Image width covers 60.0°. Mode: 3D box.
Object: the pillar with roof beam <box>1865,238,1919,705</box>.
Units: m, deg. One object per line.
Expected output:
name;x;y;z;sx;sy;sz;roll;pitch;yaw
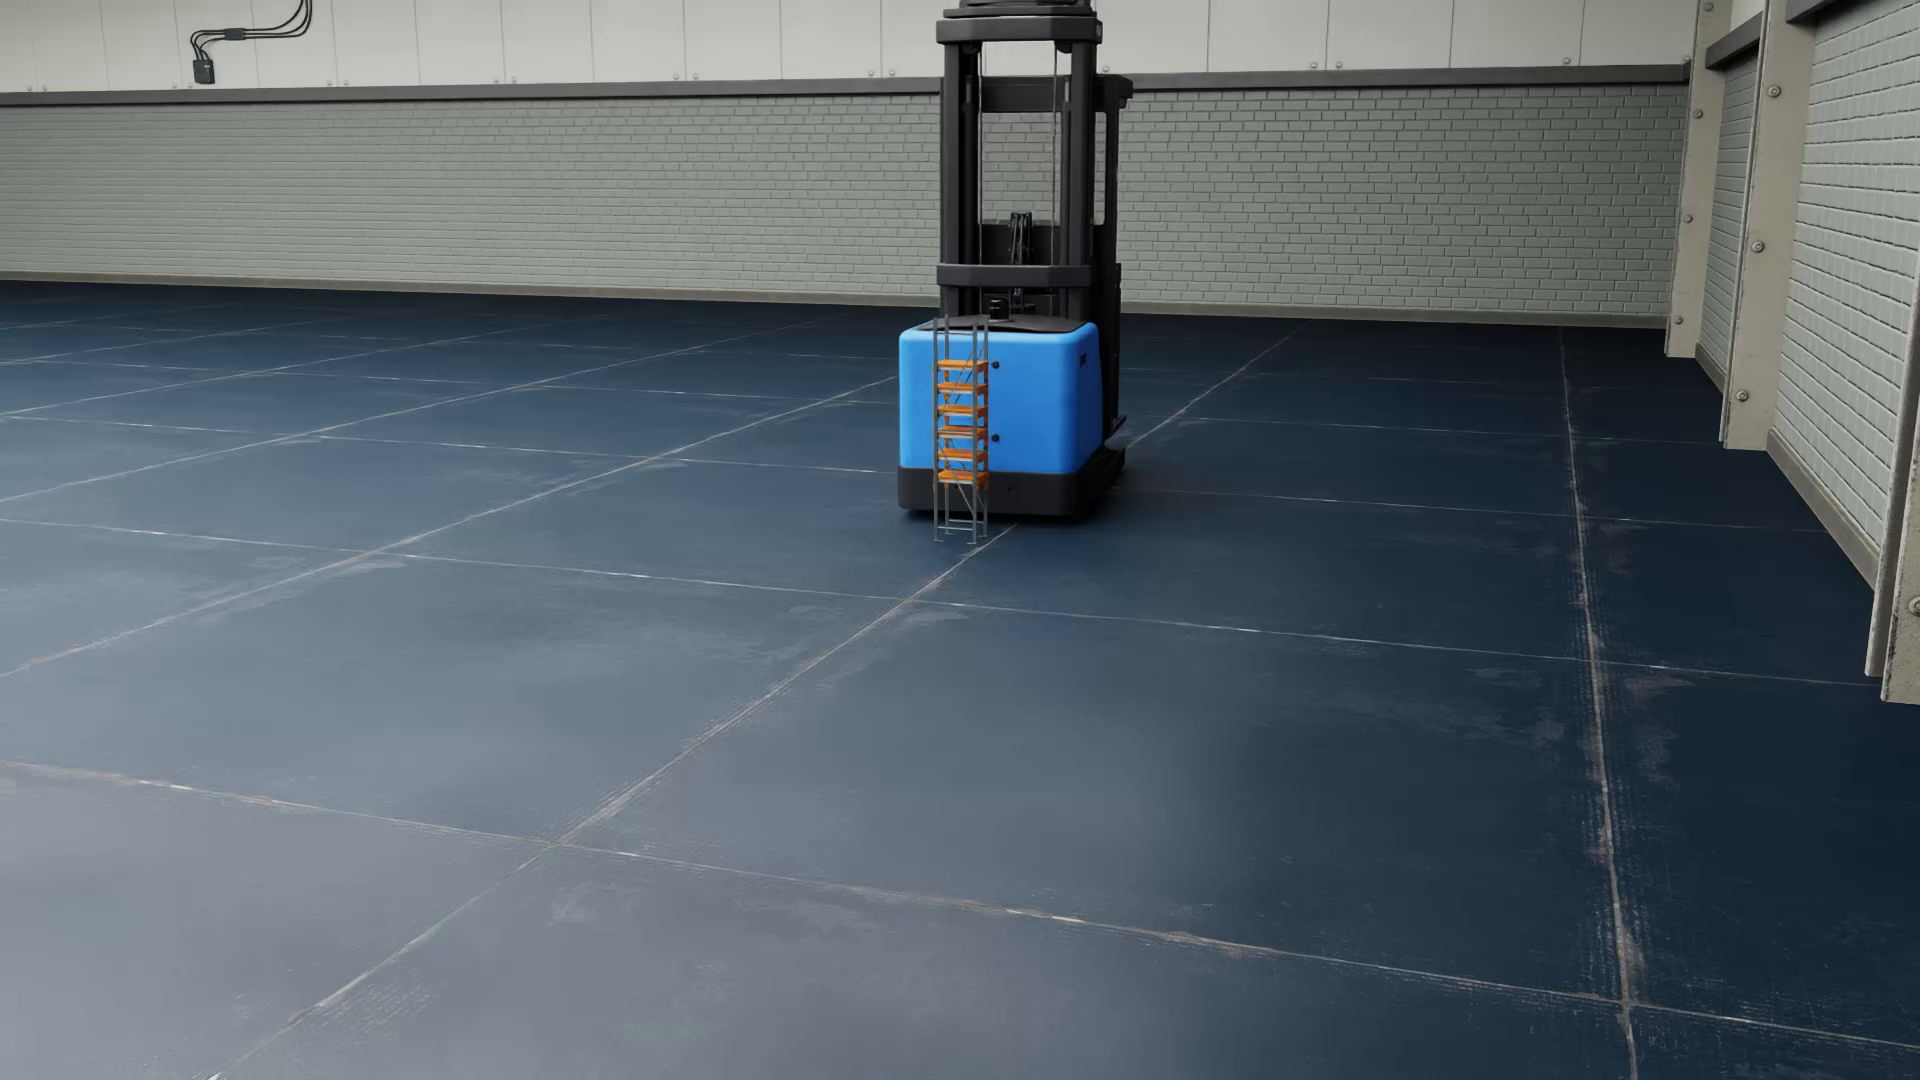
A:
pillar with roof beam;-0.362;-4.116;6.798;9.100;9.000;0.400;4;14;18

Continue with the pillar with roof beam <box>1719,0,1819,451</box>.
pillar with roof beam;1.580;-5.379;12.333;9.100;9.000;0.400;4;14;18

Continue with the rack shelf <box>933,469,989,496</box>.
rack shelf;0.005;-0.311;8.931;0.258;0.103;0.180;4;14;18

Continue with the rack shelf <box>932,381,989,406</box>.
rack shelf;0.005;-0.779;8.824;0.258;0.103;0.180;4;14;18

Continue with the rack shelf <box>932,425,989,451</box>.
rack shelf;0.005;-0.545;8.878;0.258;0.103;0.180;4;14;18

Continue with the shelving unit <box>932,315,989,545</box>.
shelving unit;0.005;-0.588;8.868;0.258;1.200;0.189;4;14;18

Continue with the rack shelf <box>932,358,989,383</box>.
rack shelf;0.005;-0.896;8.798;0.258;0.103;0.180;4;14;18

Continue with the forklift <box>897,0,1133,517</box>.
forklift;0.471;-1.840;10.462;1.130;2.935;3.031;3;13;12

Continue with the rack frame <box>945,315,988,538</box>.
rack frame;0.034;-0.607;8.952;0.240;1.200;0.006;4;14;18

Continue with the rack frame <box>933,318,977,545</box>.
rack frame;-0.025;-0.569;8.783;0.240;1.200;0.006;4;14;18

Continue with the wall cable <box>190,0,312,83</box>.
wall cable;-11.029;-10.097;25.360;2.305;6.003;0.169;4;14;18

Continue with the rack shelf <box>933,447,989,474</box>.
rack shelf;0.005;-0.428;8.904;0.258;0.103;0.180;4;14;18

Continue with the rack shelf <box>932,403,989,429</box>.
rack shelf;0.005;-0.662;8.851;0.258;0.103;0.180;4;14;18

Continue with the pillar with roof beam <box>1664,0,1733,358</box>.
pillar with roof beam;3.521;-6.643;17.868;9.100;9.000;0.400;4;14;18
